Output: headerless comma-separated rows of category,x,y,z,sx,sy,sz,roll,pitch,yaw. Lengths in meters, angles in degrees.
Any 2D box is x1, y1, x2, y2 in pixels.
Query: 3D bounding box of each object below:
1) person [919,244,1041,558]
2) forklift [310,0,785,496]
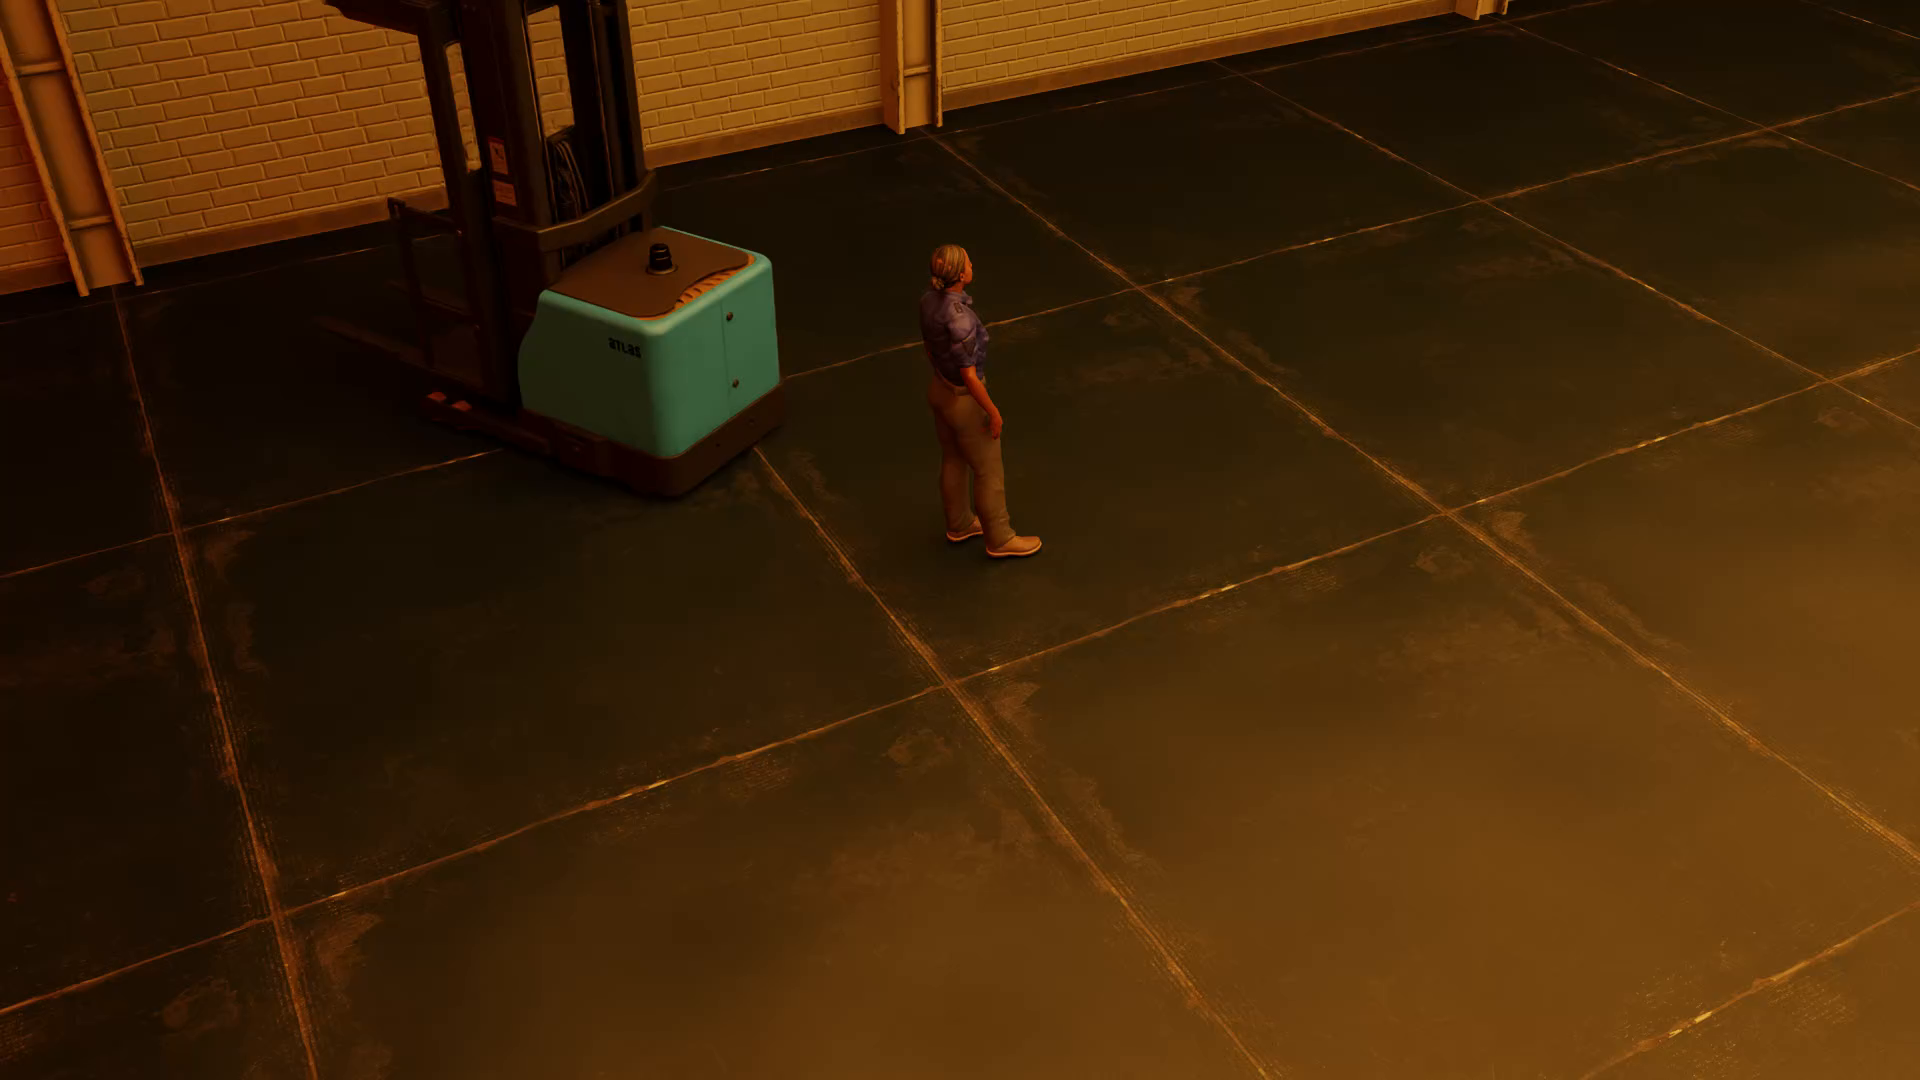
person,0.087,-0.695,8.199,0.504,1.655,0.569,-17,39,-23
forklift,-2.524,-2.065,9.045,3.031,2.935,1.130,20,40,26
